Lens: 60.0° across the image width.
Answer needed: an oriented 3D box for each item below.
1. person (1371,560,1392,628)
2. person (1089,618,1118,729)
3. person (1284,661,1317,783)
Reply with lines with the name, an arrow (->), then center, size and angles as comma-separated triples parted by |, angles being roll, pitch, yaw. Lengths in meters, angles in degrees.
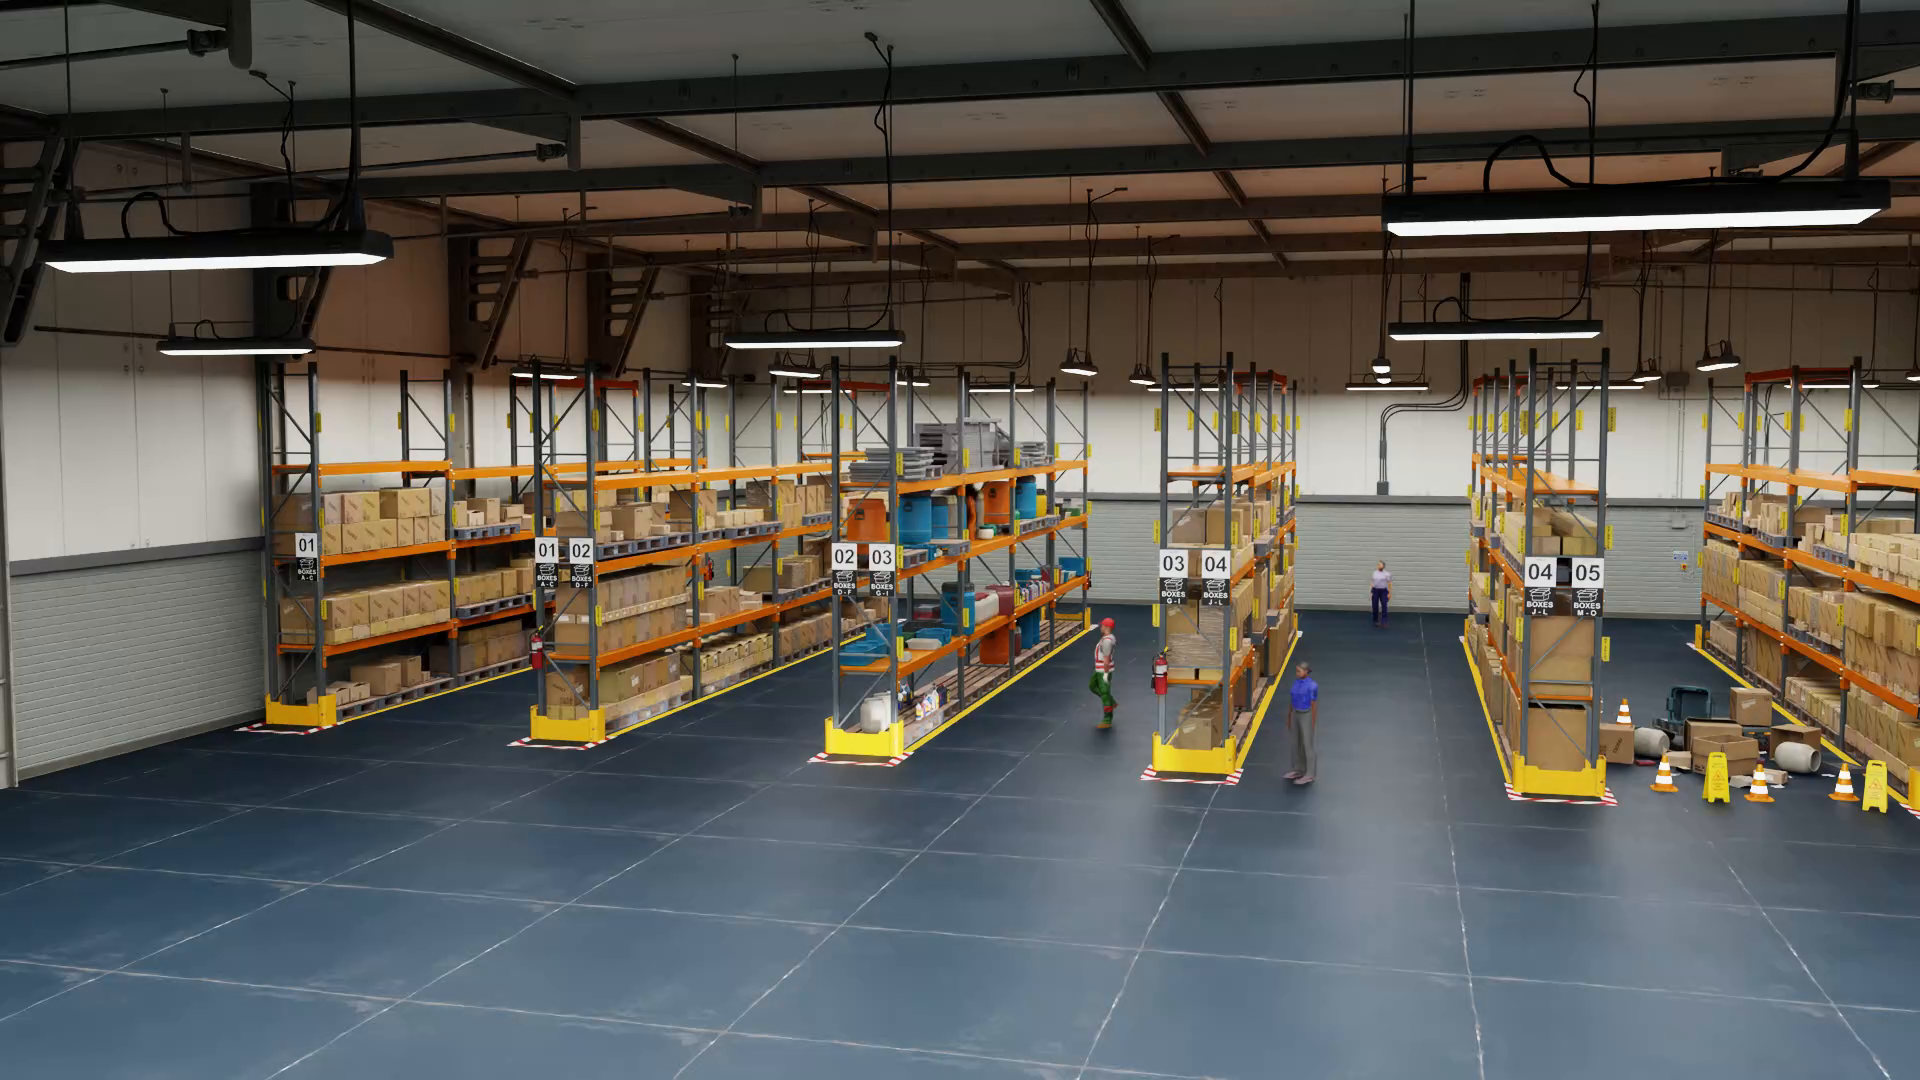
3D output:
person -> 10.327, 1.327, 40.794 | 0.505, 1.659, 0.510 | 1, 4, 11
person -> 2.353, 2.169, 27.340 | 0.497, 1.786, 0.622 | 1, 4, 8
person -> 4.781, 2.541, 23.334 | 0.378, 1.674, 0.509 | -3, 5, -33
